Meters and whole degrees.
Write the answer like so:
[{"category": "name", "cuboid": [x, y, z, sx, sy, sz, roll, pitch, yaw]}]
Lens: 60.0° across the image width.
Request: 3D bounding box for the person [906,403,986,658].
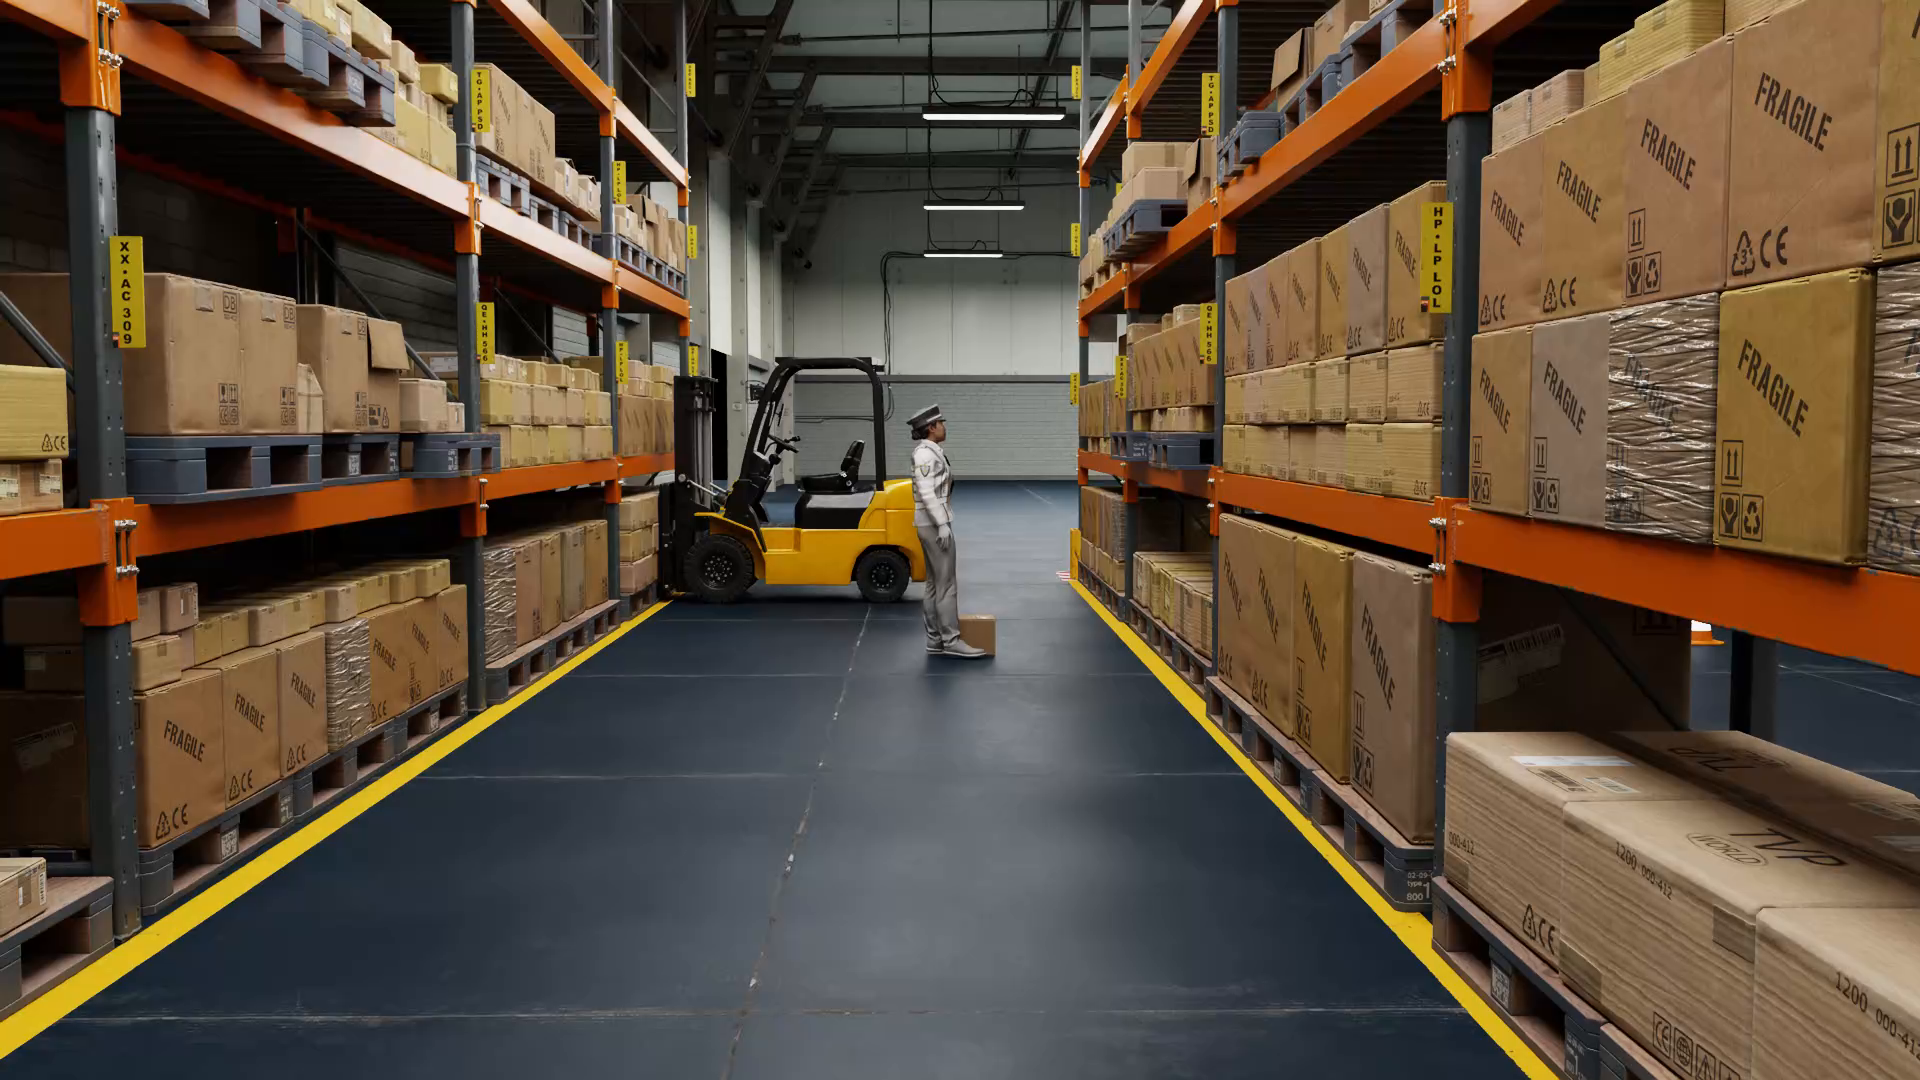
[{"category": "person", "cuboid": [-0.099, -0.077, 11.261, 0.533, 1.697, 0.588, 0, 4, -1]}]
